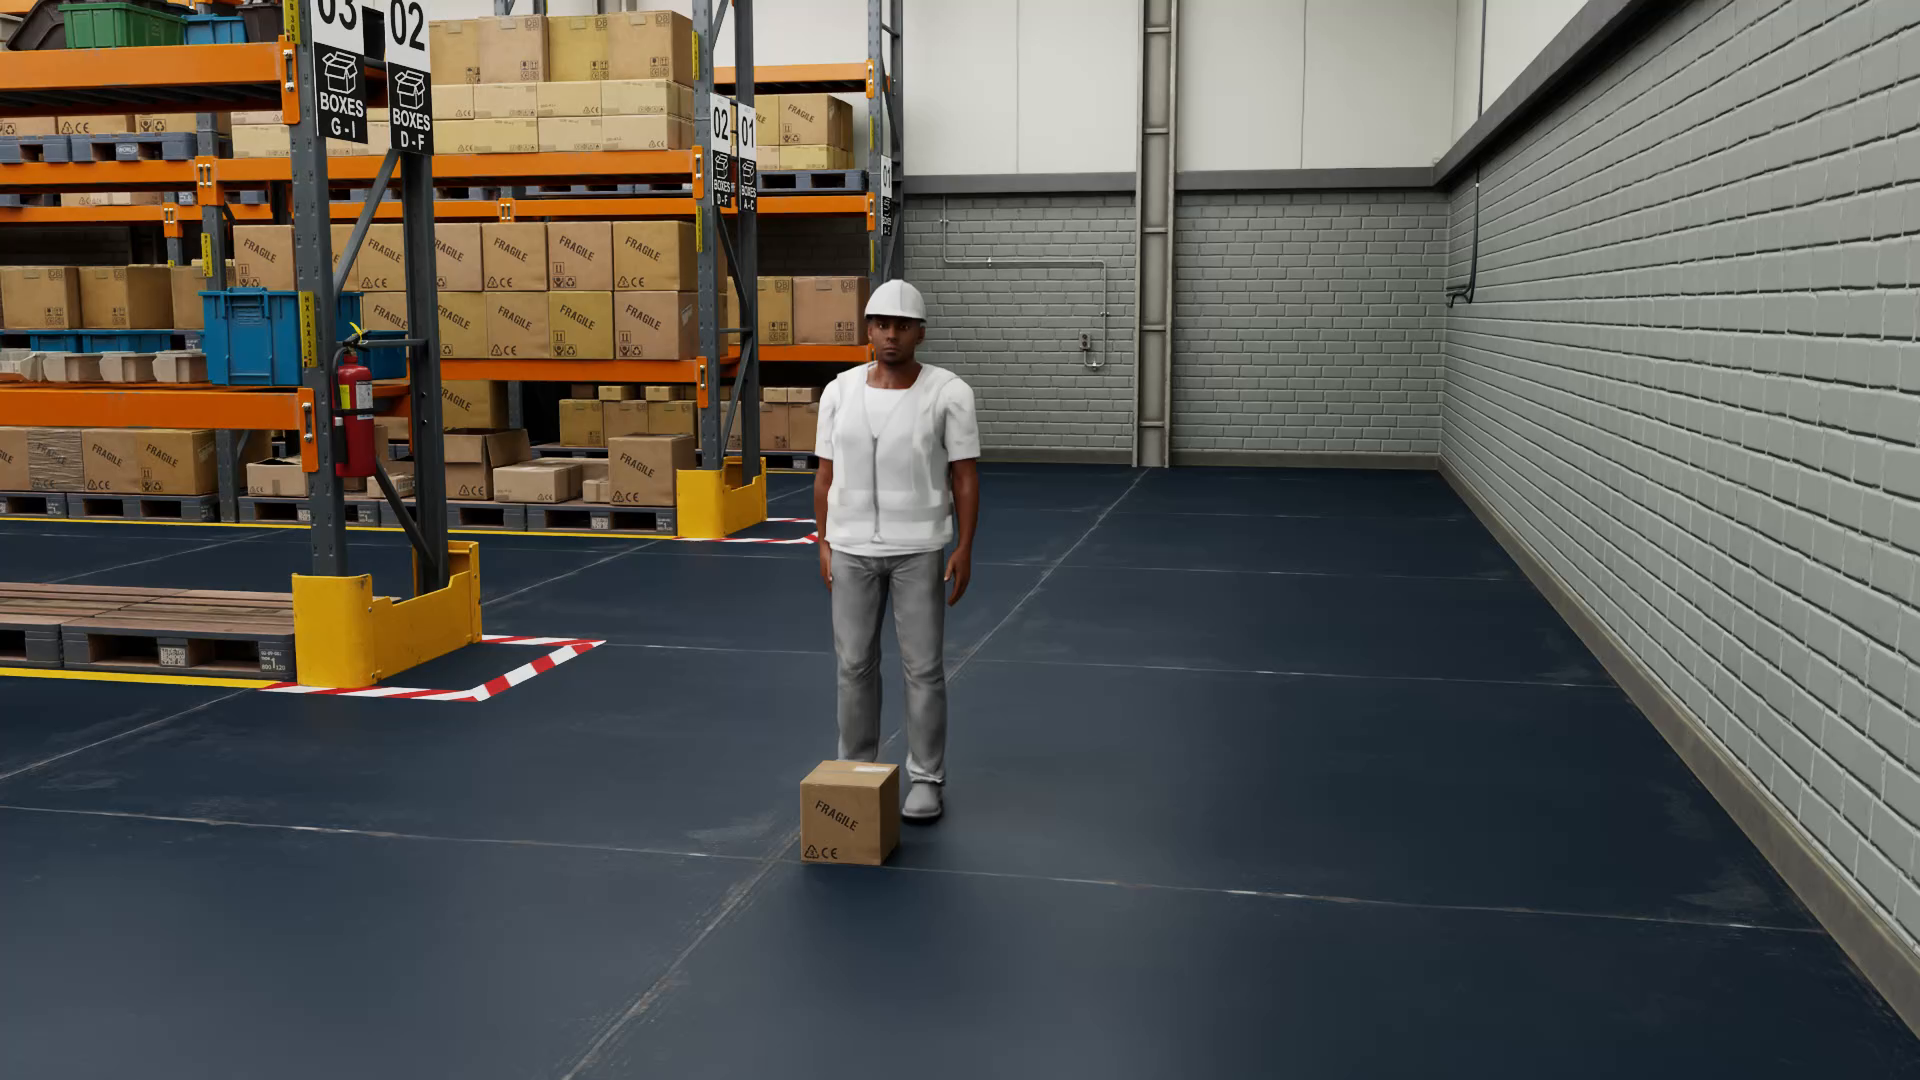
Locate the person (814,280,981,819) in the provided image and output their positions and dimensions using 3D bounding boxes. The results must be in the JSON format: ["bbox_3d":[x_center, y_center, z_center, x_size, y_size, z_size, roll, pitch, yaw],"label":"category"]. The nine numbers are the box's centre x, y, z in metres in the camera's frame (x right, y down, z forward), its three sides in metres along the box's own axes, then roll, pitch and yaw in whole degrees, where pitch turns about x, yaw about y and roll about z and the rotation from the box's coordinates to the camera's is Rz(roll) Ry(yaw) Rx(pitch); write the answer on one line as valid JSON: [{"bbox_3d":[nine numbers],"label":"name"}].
[{"bbox_3d":[-0.219,0.046,5.511,0.566,1.796,0.368,2,8,12],"label":"person"}]
